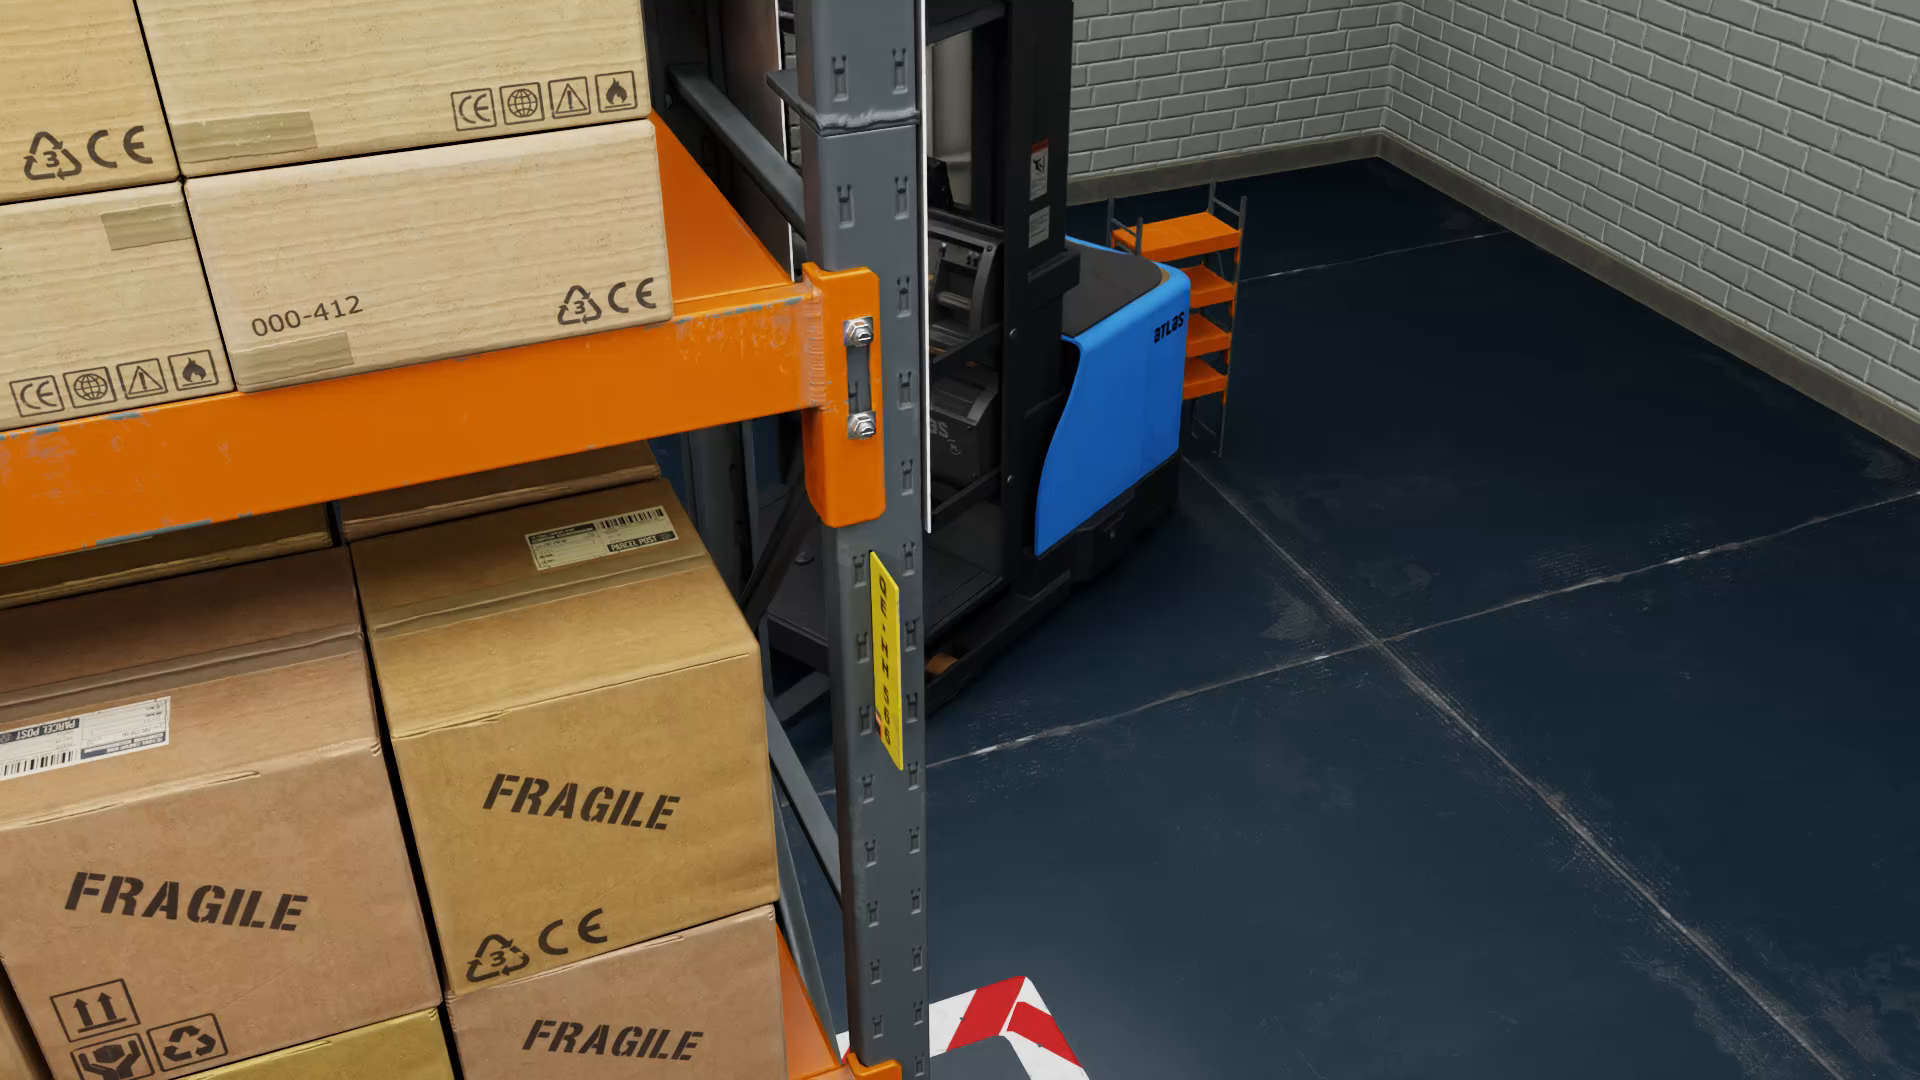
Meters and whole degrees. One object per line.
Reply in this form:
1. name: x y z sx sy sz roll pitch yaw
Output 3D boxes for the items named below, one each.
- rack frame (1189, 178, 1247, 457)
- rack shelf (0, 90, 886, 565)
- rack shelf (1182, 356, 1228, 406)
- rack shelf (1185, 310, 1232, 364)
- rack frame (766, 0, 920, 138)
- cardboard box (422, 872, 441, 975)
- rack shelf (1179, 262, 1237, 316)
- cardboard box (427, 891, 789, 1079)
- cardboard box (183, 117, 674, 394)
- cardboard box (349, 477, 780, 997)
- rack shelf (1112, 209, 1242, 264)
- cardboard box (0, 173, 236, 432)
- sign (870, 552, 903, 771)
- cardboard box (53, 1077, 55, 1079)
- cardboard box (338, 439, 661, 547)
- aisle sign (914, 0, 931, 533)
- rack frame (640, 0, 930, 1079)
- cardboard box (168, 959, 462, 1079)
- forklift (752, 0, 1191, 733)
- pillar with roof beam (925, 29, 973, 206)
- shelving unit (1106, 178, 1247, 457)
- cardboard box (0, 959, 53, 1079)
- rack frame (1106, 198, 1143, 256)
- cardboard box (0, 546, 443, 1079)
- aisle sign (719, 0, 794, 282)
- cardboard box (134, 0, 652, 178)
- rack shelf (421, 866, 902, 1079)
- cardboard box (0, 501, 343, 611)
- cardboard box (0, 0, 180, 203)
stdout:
1. rack frame: 1.090 -0.926 7.074 0.015 1.200 0.240 -15 36 -22
2. rack shelf: -2.145 -0.022 1.943 4.000 0.370 1.077 -13 35 -19
3. rack shelf: 0.872 -0.644 7.128 0.480 0.148 0.258 -15 36 -22
4. rack shelf: 0.872 -0.811 7.019 0.480 0.148 0.258 -15 36 -22
5. rack frame: -0.301 -2.004 1.578 0.127 3.000 1.000 -13 35 -19
6. cardboard box: -1.286 0.542 3.075 0.500 0.500 0.500 -13 35 -19
7. rack shelf: 0.872 -0.998 6.897 0.480 0.148 0.258 -15 36 -22
8. cardboard box: -0.608 0.701 2.831 0.500 0.500 0.500 -12 35 -17
9. cardboard box: -0.673 -0.442 2.067 0.500 0.250 0.500 -13 35 -19
10. cardboard box: -0.605 0.282 2.557 0.500 0.500 0.500 -13 35 -19
11. rack shelf: 0.872 -1.197 6.768 0.480 0.148 0.258 -15 36 -22
12. cardboard box: -1.138 -0.342 1.913 0.500 0.250 0.500 -13 35 -19
13. sign: -0.105 0.177 2.377 0.005 0.325 0.100 -13 35 -19
14. cardboard box: -1.548 0.914 2.502 0.500 0.500 0.500 -13 35 -19
15. cardboard box: -0.812 0.011 2.974 0.500 0.500 0.500 -12 35 -17
16. aisle sign: -0.119 -0.439 2.291 0.004 0.787 0.394 -13 35 -19
17. rack frame: -0.301 0.511 3.214 0.127 3.000 1.000 -13 35 -19
18. cardboard box: -1.085 0.812 2.660 0.500 0.500 0.500 -13 35 -19
19. forklift: -0.397 -0.884 5.421 1.130 2.935 3.031 23 39 31
20. pillar with roof beam: 1.599 -3.334 3.623 0.400 9.000 9.100 -13 35 -19
21. shelving unit: 0.872 -0.867 6.983 0.503 1.200 0.258 -15 36 -22
22. cardboard box: -1.547 0.501 2.221 0.500 0.500 0.500 -12 35 -18
23. rack frame: 0.653 -0.808 6.891 0.015 1.200 0.240 -15 36 -22
24. cardboard box: -1.070 0.389 2.393 0.500 0.500 0.500 -12 35 -18
25. aisle sign: -0.352 -0.741 2.754 0.004 0.787 0.394 -13 35 -19
26. cardboard box: -0.676 -0.656 1.937 0.500 0.250 0.500 -13 35 -19
27. rack shelf: -2.145 1.235 2.761 4.000 0.370 1.077 -13 35 -19
28. cardboard box: -1.291 0.125 2.798 0.500 0.500 0.500 -13 35 -18
29. cardboard box: -1.137 -0.550 1.774 0.500 0.250 0.500 -13 35 -19
